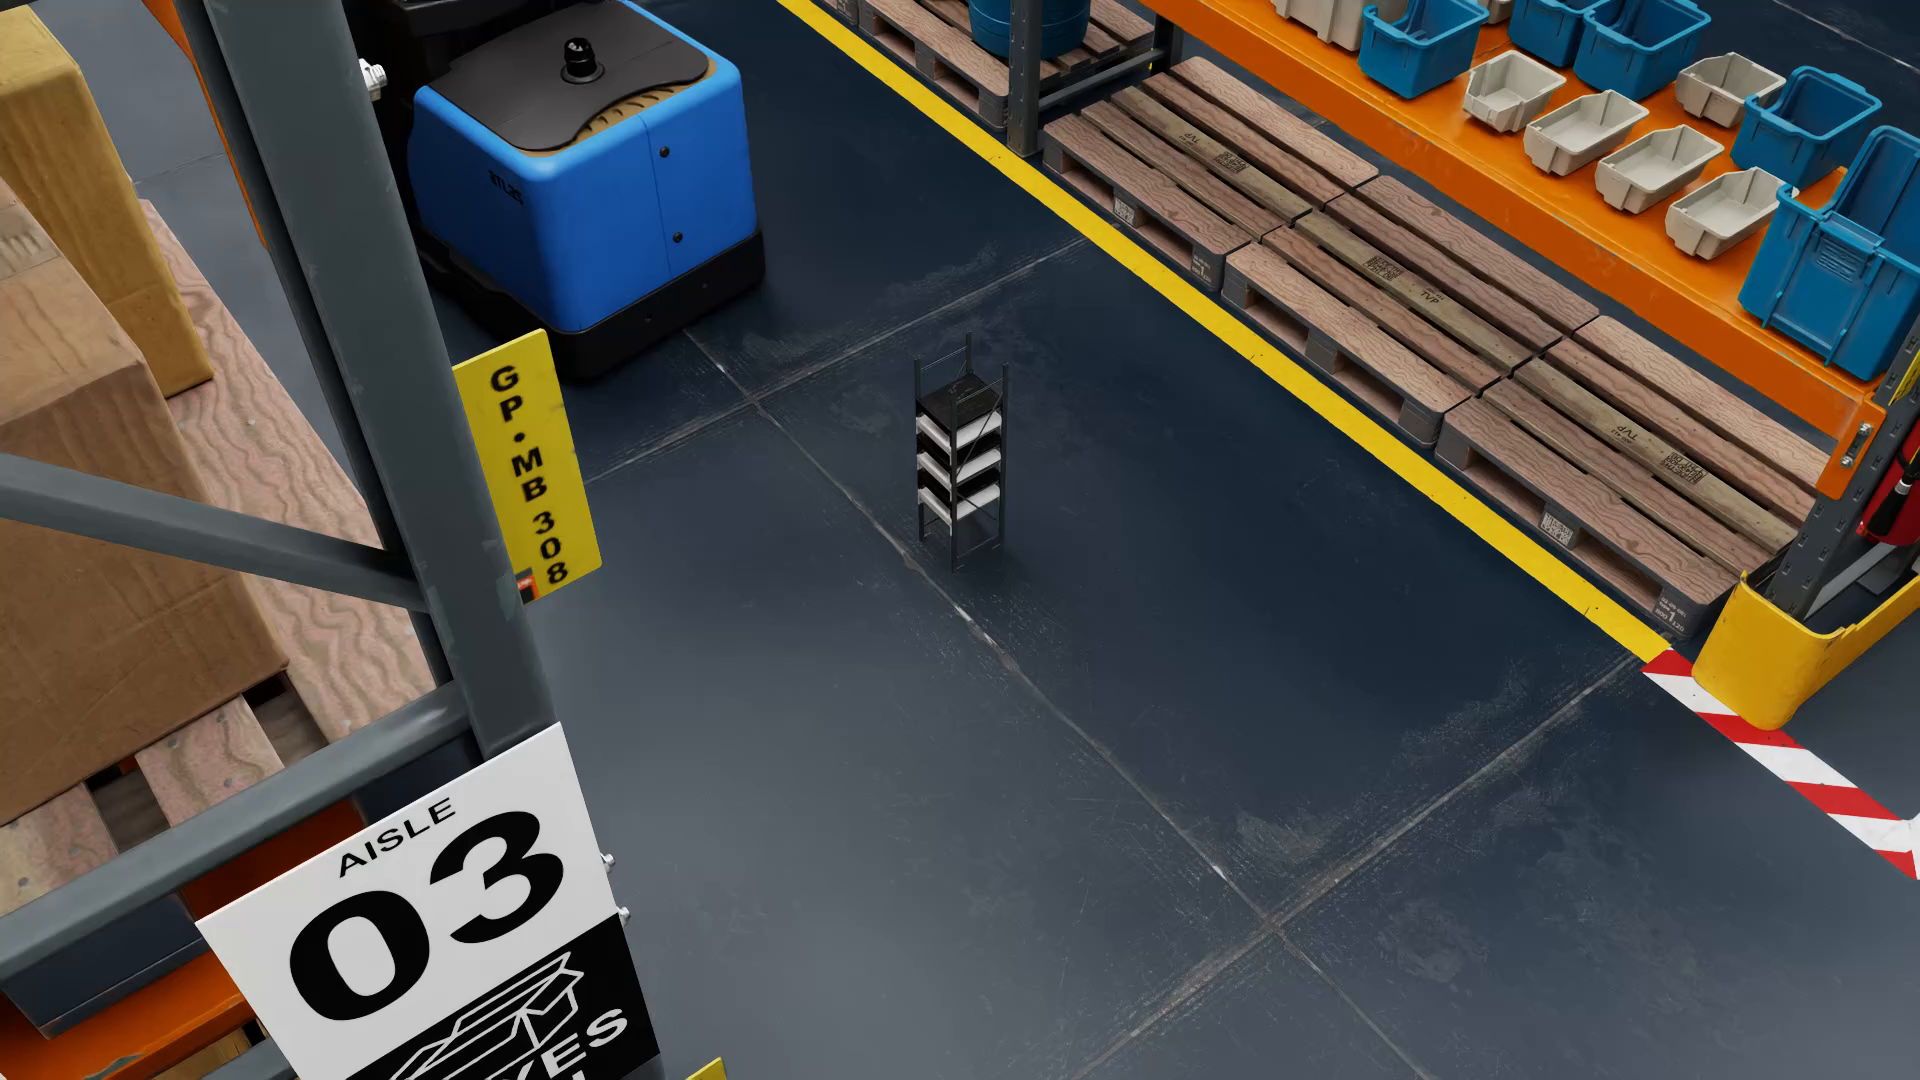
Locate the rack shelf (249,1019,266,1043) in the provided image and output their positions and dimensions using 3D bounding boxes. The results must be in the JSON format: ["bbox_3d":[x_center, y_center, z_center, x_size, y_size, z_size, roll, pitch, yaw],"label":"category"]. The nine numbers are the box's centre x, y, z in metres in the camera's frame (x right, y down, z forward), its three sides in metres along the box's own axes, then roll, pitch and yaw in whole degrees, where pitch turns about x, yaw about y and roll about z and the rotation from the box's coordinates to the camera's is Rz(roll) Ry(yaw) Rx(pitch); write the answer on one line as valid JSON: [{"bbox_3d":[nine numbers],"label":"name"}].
[{"bbox_3d":[-2.074,0.574,4.190,1.077,0.370,4.000,-29,54,-24],"label":"rack shelf"}]

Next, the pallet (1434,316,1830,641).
[{"bbox_3d":[2.611,-0.277,6.359,1.003,0.211,1.213,-29,54,-24],"label":"pallet"}]

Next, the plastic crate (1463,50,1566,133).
[{"bbox_3d":[1.895,-1.538,5.757,0.298,0.136,0.250,-29,54,-24],"label":"plastic crate"}]

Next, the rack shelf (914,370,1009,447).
[{"bbox_3d":[0.005,-0.456,5.737,0.258,0.077,0.200,-29,54,-24],"label":"rack shelf"}]

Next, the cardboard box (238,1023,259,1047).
[{"bbox_3d":[-1.674,0.996,3.223,0.500,0.250,0.500,-30,55,-25],"label":"cardboard box"}]

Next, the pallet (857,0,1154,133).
[{"bbox_3d":[0.223,-2.605,8.470,1.003,0.211,1.213,-29,54,-24],"label":"pallet"}]

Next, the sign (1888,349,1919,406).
[{"bbox_3d":[2.651,-0.508,4.576,0.100,0.325,0.005,-29,54,-24],"label":"sign"}]

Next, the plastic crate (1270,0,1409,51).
[{"bbox_3d":[1.435,-2.066,6.138,0.437,0.282,0.530,-29,54,-24],"label":"plastic crate"}]

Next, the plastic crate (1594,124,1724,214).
[{"bbox_3d":[2.277,-1.218,5.467,0.396,0.136,0.243,-29,54,-24],"label":"plastic crate"}]

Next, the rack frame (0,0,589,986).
[{"bbox_3d":[-0.863,-0.503,0.632,1.000,3.000,0.127,-29,54,-24],"label":"rack frame"}]

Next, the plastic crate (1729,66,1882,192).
[{"bbox_3d":[2.793,-1.355,5.526,0.416,0.233,0.300,-29,54,-24],"label":"plastic crate"}]

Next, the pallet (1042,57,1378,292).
[{"bbox_3d":[1.133,-1.716,7.663,1.003,0.211,1.213,-29,54,-24],"label":"pallet"}]

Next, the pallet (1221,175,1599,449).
[{"bbox_3d":[1.876,-0.996,7.010,1.003,0.211,1.213,-29,54,-24],"label":"pallet"}]

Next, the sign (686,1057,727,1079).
[{"bbox_3d":[-0.418,0.949,2.727,0.100,0.325,0.005,-29,54,-24],"label":"sign"}]

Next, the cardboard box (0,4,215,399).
[{"bbox_3d":[-1.465,-0.372,2.120,0.700,0.500,0.500,-31,55,-25],"label":"cardboard box"}]

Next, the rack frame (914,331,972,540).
[{"bbox_3d":[-0.057,-0.357,5.967,0.240,0.900,0.006,-29,54,-24],"label":"rack frame"}]

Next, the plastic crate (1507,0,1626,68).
[{"bbox_3d":[2.213,-1.920,6.039,0.416,0.233,0.300,-29,54,-24],"label":"plastic crate"}]

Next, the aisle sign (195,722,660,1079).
[{"bbox_3d":[-0.581,0.547,1.975,0.394,0.787,0.004,-29,54,-24],"label":"aisle sign"}]

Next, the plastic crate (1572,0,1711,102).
[{"bbox_3d":[2.394,-1.743,5.878,0.416,0.233,0.300,-29,54,-24],"label":"plastic crate"}]

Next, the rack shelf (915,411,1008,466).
[{"bbox_3d":[0.005,-0.396,5.804,0.258,0.077,0.200,-29,54,-24],"label":"rack shelf"}]

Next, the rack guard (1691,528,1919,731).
[{"bbox_3d":[3.104,0.138,5.787,1.175,0.500,0.348,-29,54,-24],"label":"rack guard"}]

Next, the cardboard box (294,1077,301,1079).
[{"bbox_3d":[-0.939,1.058,3.166,0.500,0.250,0.500,-31,55,-25],"label":"cardboard box"}]

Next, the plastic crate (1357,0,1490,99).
[{"bbox_3d":[1.631,-1.770,5.902,0.416,0.233,0.300,-29,54,-24],"label":"plastic crate"}]

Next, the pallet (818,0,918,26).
[{"bbox_3d":[-0.520,-3.325,9.122,1.003,0.211,1.213,-29,54,-24],"label":"pallet"}]

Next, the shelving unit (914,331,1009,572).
[{"bbox_3d":[0.005,-0.297,5.912,0.258,0.900,0.210,-29,54,-24],"label":"shelving unit"}]

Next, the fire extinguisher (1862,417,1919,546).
[{"bbox_3d":[2.809,-0.266,4.770,0.296,0.674,0.183,-29,54,-24],"label":"fire extinguisher"}]

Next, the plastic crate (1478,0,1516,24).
[{"bbox_3d":[1.951,-2.108,6.274,0.293,0.136,0.466,-29,54,-24],"label":"plastic crate"}]

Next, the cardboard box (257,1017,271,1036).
[{"bbox_3d":[-1.241,0.512,3.156,0.500,0.500,0.500,-31,55,-25],"label":"cardboard box"}]

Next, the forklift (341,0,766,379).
[{"bbox_3d":[-2.238,-2.624,6.650,1.130,2.935,3.031,-36,57,-28],"label":"forklift"}]

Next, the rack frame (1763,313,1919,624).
[{"bbox_3d":[3.079,-0.710,4.869,1.000,3.000,0.127,-29,54,-24],"label":"rack frame"}]

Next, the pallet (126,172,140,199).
[{"bbox_3d":[-2.063,-0.618,2.821,1.003,0.211,1.213,-29,54,-24],"label":"pallet"}]

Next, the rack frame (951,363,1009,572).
[{"bbox_3d":[0.066,-0.237,5.858,0.240,0.900,0.006,-29,54,-24],"label":"rack frame"}]

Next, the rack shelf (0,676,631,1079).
[{"bbox_3d":[-2.074,-0.433,3.079,1.077,0.370,4.000,-29,54,-24],"label":"rack shelf"}]

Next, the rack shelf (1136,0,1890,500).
[{"bbox_3d":[1.868,-1.648,6.205,1.077,0.370,4.000,-29,54,-24],"label":"rack shelf"}]

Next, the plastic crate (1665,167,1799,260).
[{"bbox_3d":[2.441,-1.041,5.307,0.396,0.136,0.243,-29,54,-24],"label":"plastic crate"}]

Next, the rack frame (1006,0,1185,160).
[{"bbox_3d":[0.657,-3.068,7.007,1.000,3.000,0.127,-29,54,-24],"label":"rack frame"}]

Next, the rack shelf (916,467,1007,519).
[{"bbox_3d":[0.005,-0.215,6.004,0.258,0.077,0.200,-29,54,-24],"label":"rack shelf"}]

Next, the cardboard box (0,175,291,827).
[{"bbox_3d":[-1.220,0.014,1.770,0.700,0.500,0.500,-33,56,-26],"label":"cardboard box"}]

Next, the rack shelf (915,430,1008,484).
[{"bbox_3d":[0.005,-0.336,5.870,0.258,0.077,0.200,-29,54,-24],"label":"rack shelf"}]

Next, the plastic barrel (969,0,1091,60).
[{"bbox_3d":[0.341,-2.833,7.927,0.600,0.901,0.708,-29,54,-24],"label":"plastic barrel"}]

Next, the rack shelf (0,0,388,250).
[{"bbox_3d":[-2.074,-1.306,2.116,1.077,0.370,4.000,-29,54,-24],"label":"rack shelf"}]

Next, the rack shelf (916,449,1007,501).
[{"bbox_3d":[0.005,-0.275,5.937,0.258,0.077,0.200,-29,54,-24],"label":"rack shelf"}]

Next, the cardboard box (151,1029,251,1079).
[{"bbox_3d":[-1.367,1.041,2.676,0.500,0.500,0.500,-29,54,-24],"label":"cardboard box"}]

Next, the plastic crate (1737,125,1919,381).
[{"bbox_3d":[2.728,-0.856,4.937,0.616,0.435,0.499,-29,54,-24],"label":"plastic crate"}]

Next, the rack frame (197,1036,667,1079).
[{"bbox_3d":[-0.863,1.512,2.855,1.000,3.000,0.127,-29,54,-24],"label":"rack frame"}]

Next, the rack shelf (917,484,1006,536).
[{"bbox_3d":[0.005,-0.154,6.070,0.258,0.077,0.200,-29,54,-24],"label":"rack shelf"}]

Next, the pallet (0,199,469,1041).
[{"bbox_3d":[-1.320,0.101,2.169,1.003,0.211,1.213,-29,54,-24],"label":"pallet"}]

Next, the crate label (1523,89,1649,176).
[{"bbox_3d":[2.089,-1.372,5.606,0.396,0.136,0.243,-29,54,-24],"label":"crate label"}]

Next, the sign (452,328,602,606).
[{"bbox_3d":[-0.418,-0.061,1.613,0.100,0.325,0.005,-29,54,-24],"label":"sign"}]

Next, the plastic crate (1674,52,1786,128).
[{"bbox_3d":[2.652,-1.561,5.778,0.250,0.136,0.298,-29,54,-24],"label":"plastic crate"}]

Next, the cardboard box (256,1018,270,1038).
[{"bbox_3d":[-1.259,0.755,3.442,0.500,0.250,0.500,-30,54,-24],"label":"cardboard box"}]
